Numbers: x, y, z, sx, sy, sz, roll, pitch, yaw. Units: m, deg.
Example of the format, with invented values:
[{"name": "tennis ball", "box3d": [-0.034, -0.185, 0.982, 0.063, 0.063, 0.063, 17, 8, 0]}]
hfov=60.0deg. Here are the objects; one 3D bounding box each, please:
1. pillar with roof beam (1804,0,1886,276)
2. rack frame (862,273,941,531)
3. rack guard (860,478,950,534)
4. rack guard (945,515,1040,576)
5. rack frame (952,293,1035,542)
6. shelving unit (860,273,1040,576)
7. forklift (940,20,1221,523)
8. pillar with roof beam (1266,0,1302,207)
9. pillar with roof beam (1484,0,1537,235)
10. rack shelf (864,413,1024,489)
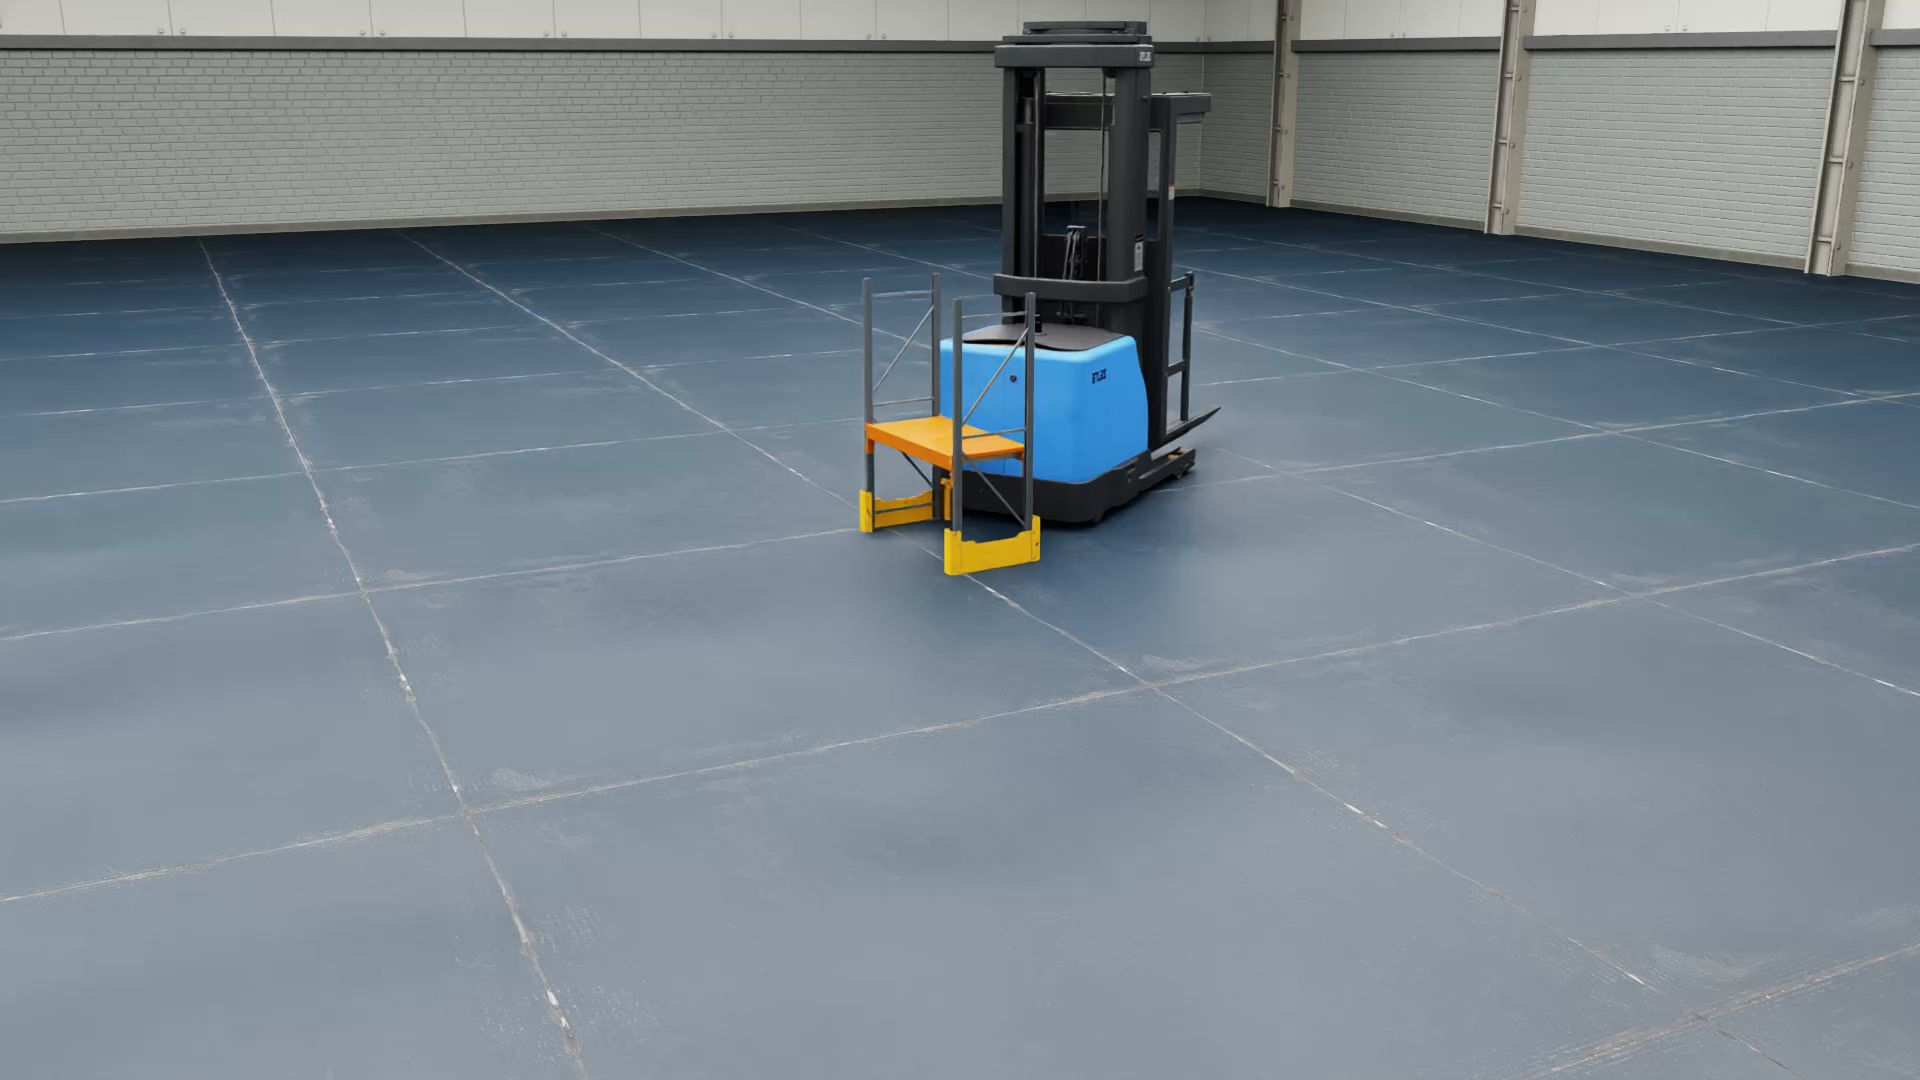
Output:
[{"name": "pillar with roof beam", "box3d": [7.597, -7.335, 18.996, 9.100, 9.000, 0.400, -8, 18, -25]}, {"name": "rack frame", "box3d": [-0.339, -0.813, 9.865, 0.500, 1.500, 0.032, -9, 18, -30]}, {"name": "rack guard", "box3d": [-0.329, -0.208, 10.021, 0.587, 0.250, 0.087, -9, 18, -30]}, {"name": "rack guard", "box3d": [0.182, 0.028, 9.199, 0.587, 0.250, 0.087, -9, 18, -30]}, {"name": "rack frame", "box3d": [0.182, -0.572, 9.026, 0.500, 1.500, 0.032, -9, 18, -30]}, {"name": "shelving unit", "box3d": [-0.074, -0.691, 9.438, 0.587, 1.500, 1.083, -9, 18, -30]}, {"name": "forklift", "box3d": [0.956, -1.869, 10.950, 1.130, 2.935, 3.031, 8, 18, 26]}, {"name": "pillar with roof beam", "box3d": [2.340, -10.310, 29.364, 9.100, 9.000, 0.400, -8, 18, -25]}, {"name": "pillar with roof beam", "box3d": [4.968, -8.822, 24.180, 9.100, 9.000, 0.400, -8, 18, -25]}, {"name": "rack shelf", "box3d": [-0.079, -0.520, 9.495, 0.538, 0.185, 1.000, -9, 18, -30]}]
